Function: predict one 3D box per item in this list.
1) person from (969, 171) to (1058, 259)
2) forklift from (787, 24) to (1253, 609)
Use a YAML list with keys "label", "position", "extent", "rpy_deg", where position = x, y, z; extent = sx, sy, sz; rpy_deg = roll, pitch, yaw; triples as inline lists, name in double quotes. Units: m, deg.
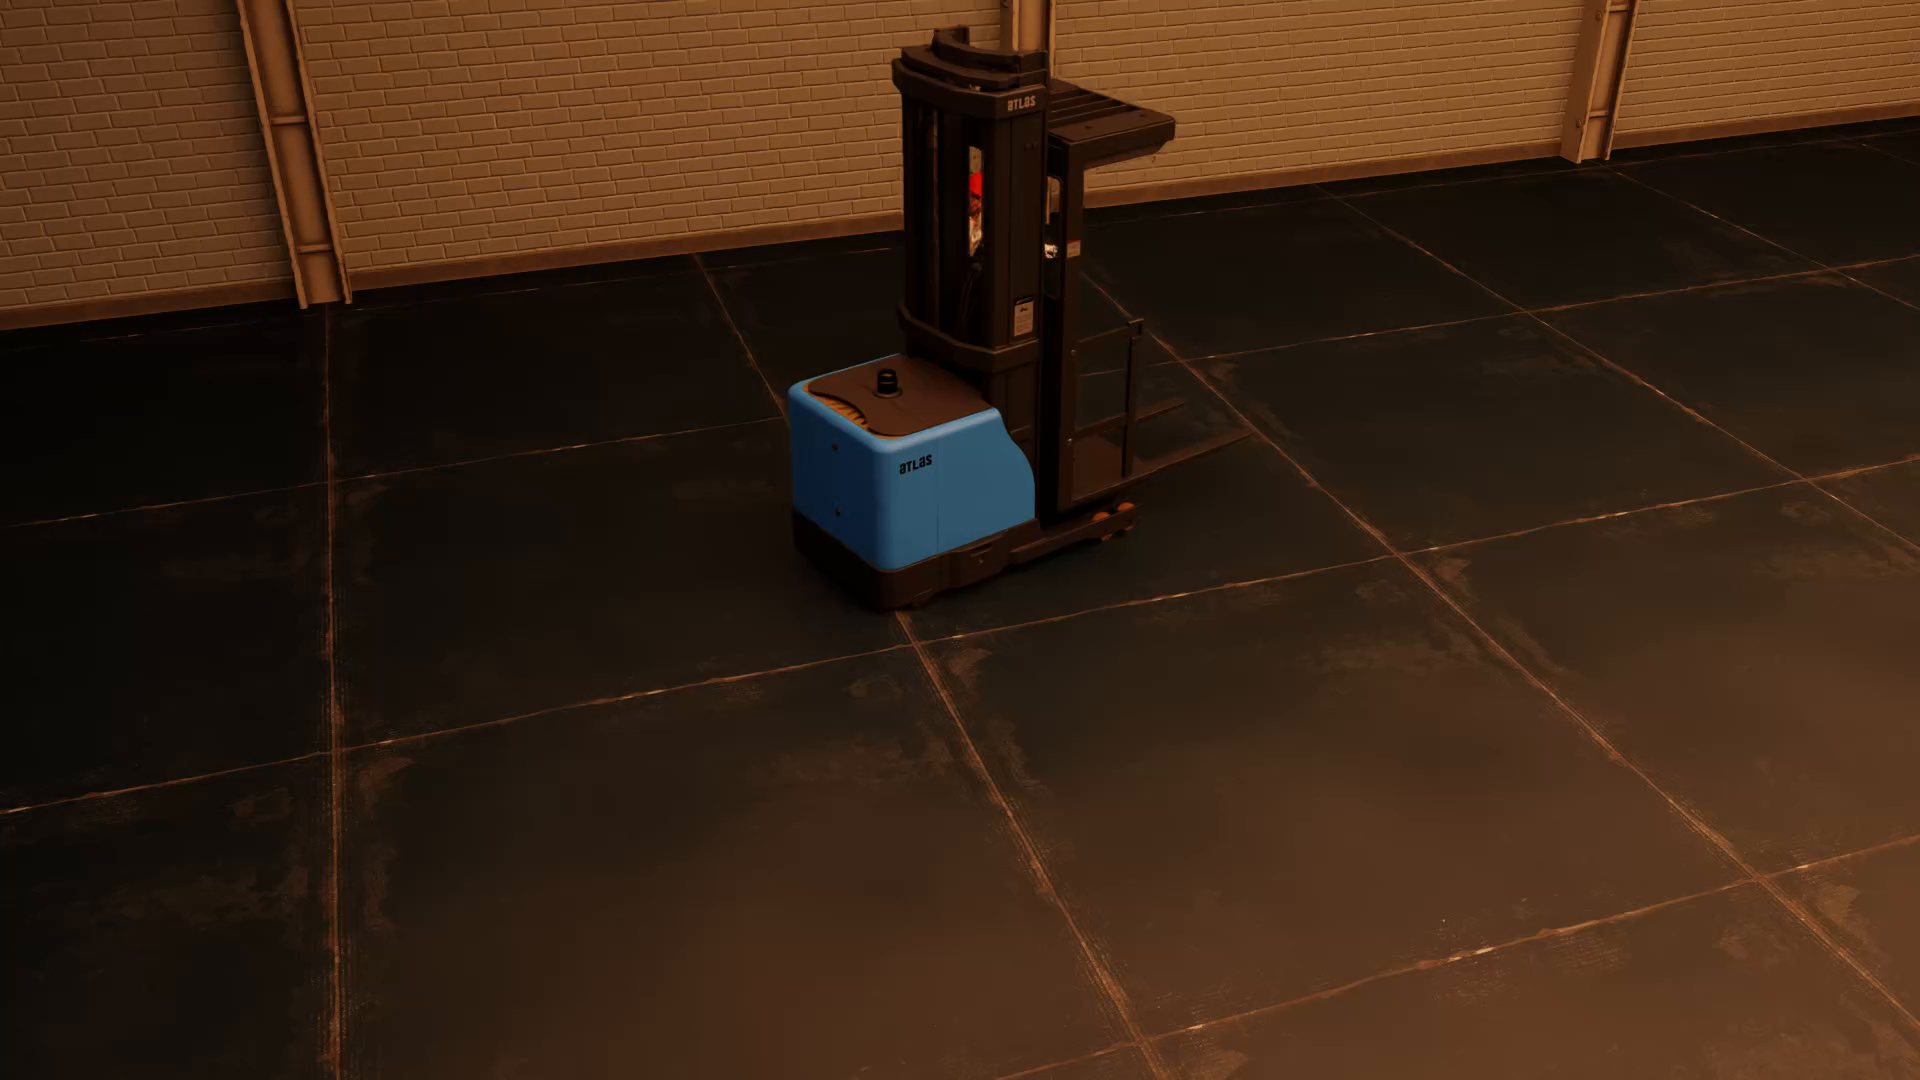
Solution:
- label: "person"
  position: [0.217, -1.869, 11.782]
  extent: [1.011, 1.478, 0.782]
  rpy_deg: [1, 30, 2]
- label: "forklift"
  position: [0.492, -1.464, 9.632]
  extent: [3.031, 2.935, 1.130]
  rpy_deg: [-20, 36, -31]
